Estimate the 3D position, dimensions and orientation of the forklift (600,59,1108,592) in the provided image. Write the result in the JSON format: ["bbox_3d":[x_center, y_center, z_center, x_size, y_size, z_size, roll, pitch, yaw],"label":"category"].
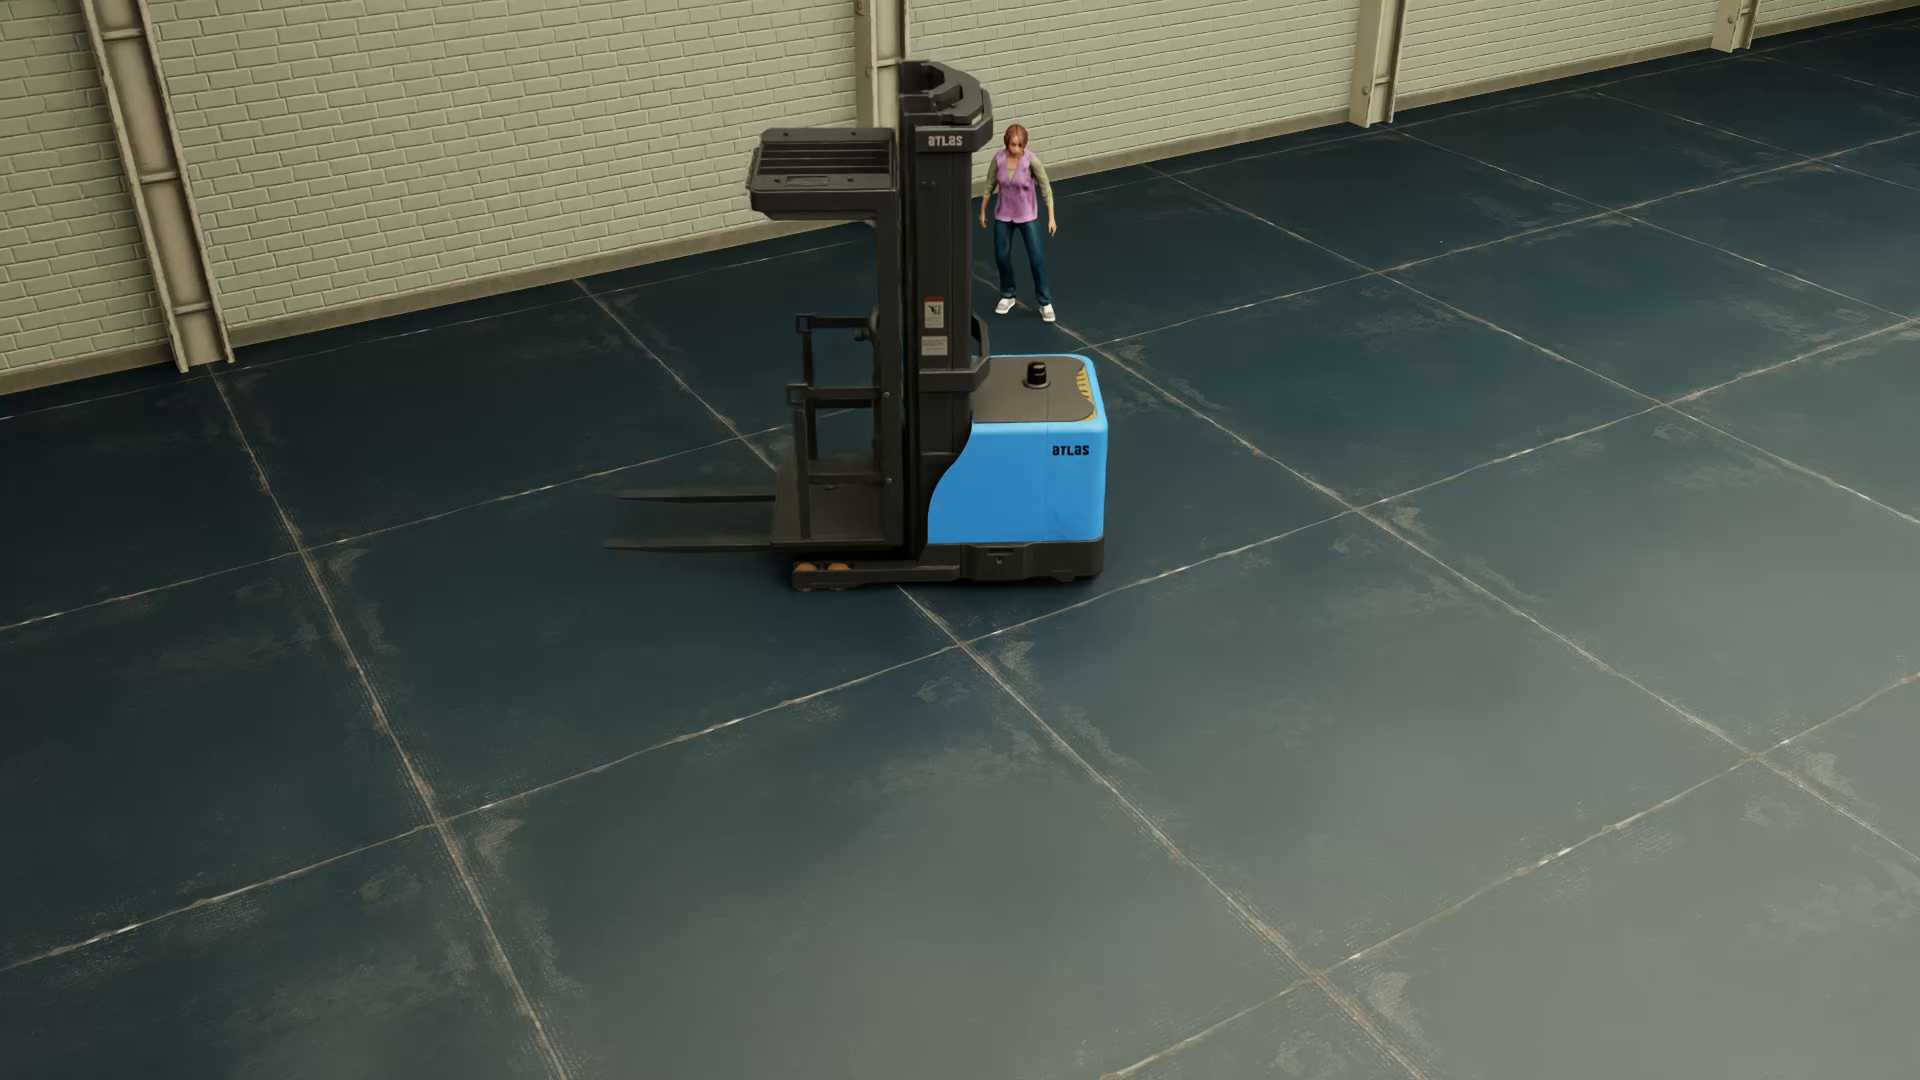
[{"bbox_3d":[-0.662,-1.225,9.692,3.031,2.935,1.130,-1,31,-2],"label":"forklift"}]

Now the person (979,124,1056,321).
[{"bbox_3d":[0.470,-2.495,13.258,0.680,1.453,0.344,8,32,13],"label":"person"}]
